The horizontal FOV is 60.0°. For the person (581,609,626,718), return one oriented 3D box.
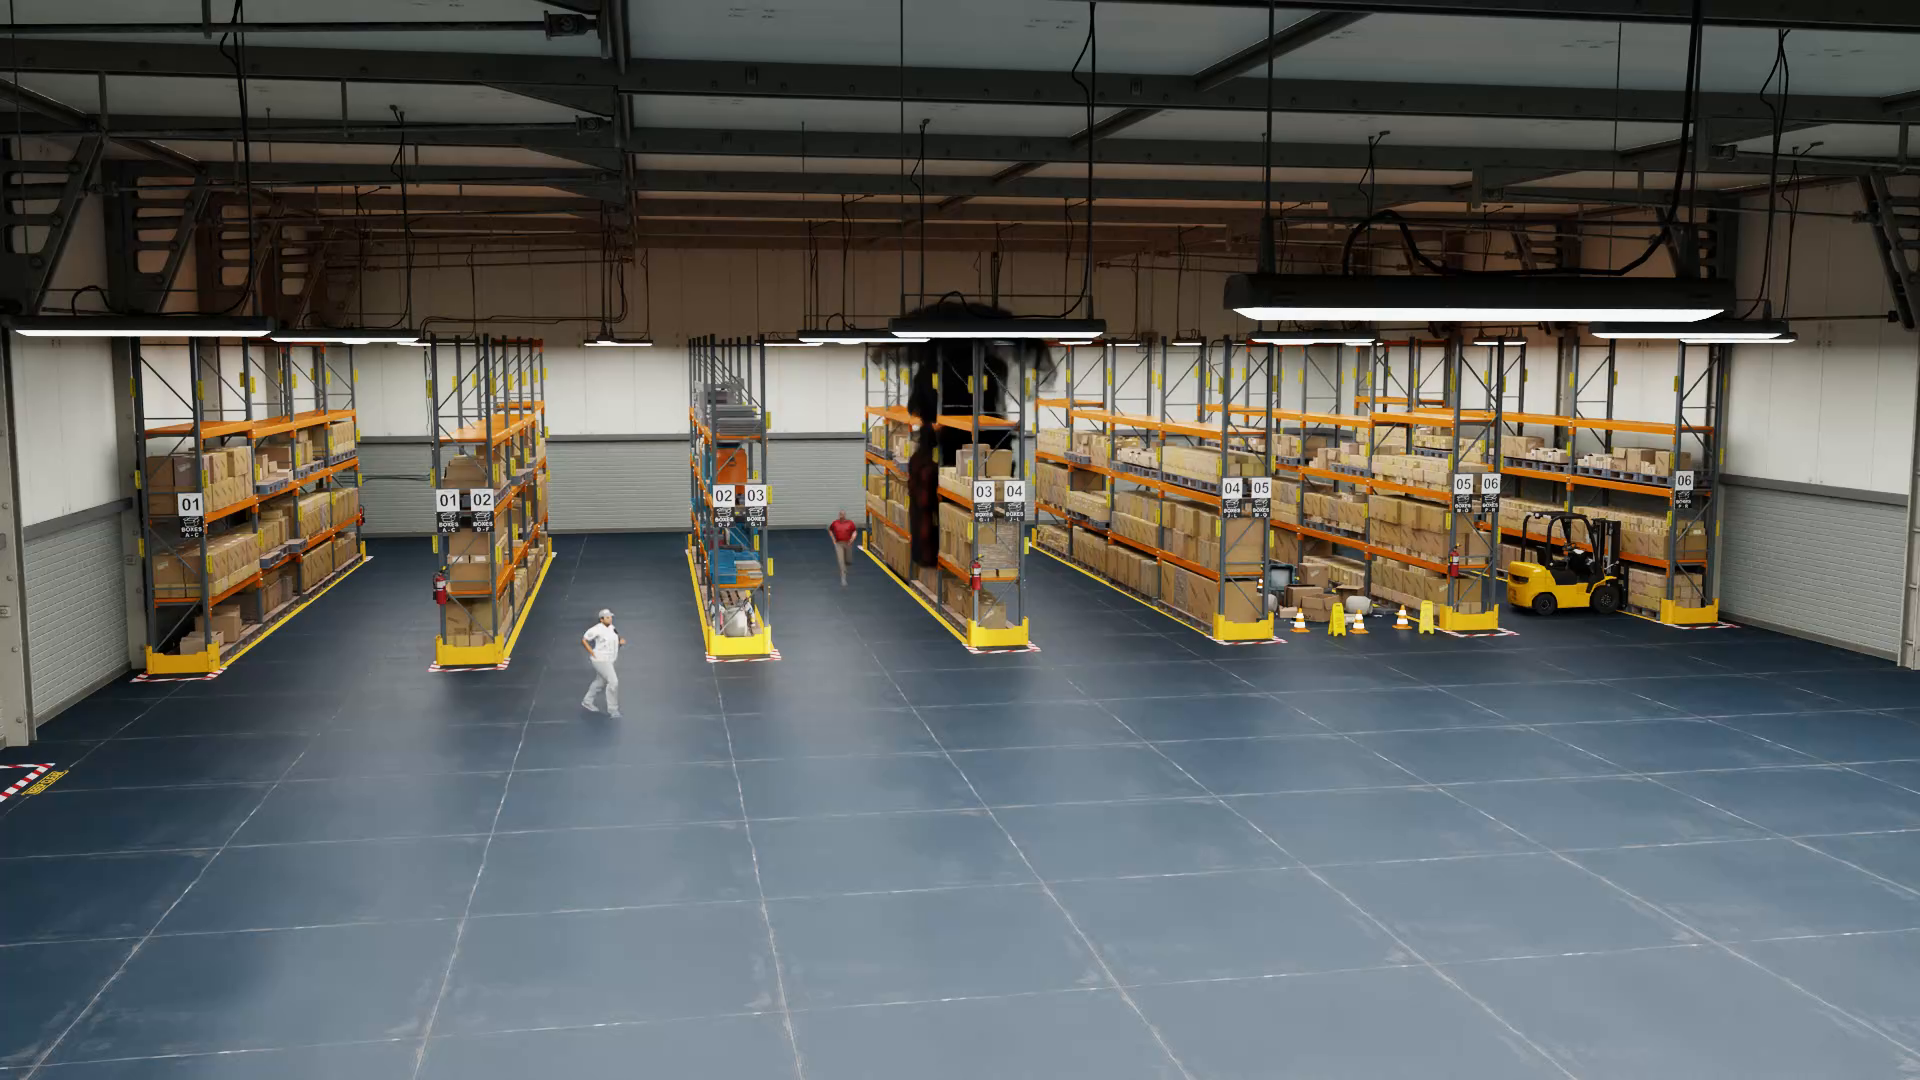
[{"bbox_3d":[-5.597,1.934,26.068,0.764,1.734,0.576,2,7,14],"label":"person"}]

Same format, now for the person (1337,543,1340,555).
[{"bbox_3d":[10.169,-0.254,44.763,0.712,1.739,0.653,-2,7,-13],"label":"person"}]

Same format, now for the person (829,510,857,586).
[{"bbox_3d":[-2.731,0.153,38.958,0.643,1.730,1.018,-2,7,-13],"label":"person"}]
